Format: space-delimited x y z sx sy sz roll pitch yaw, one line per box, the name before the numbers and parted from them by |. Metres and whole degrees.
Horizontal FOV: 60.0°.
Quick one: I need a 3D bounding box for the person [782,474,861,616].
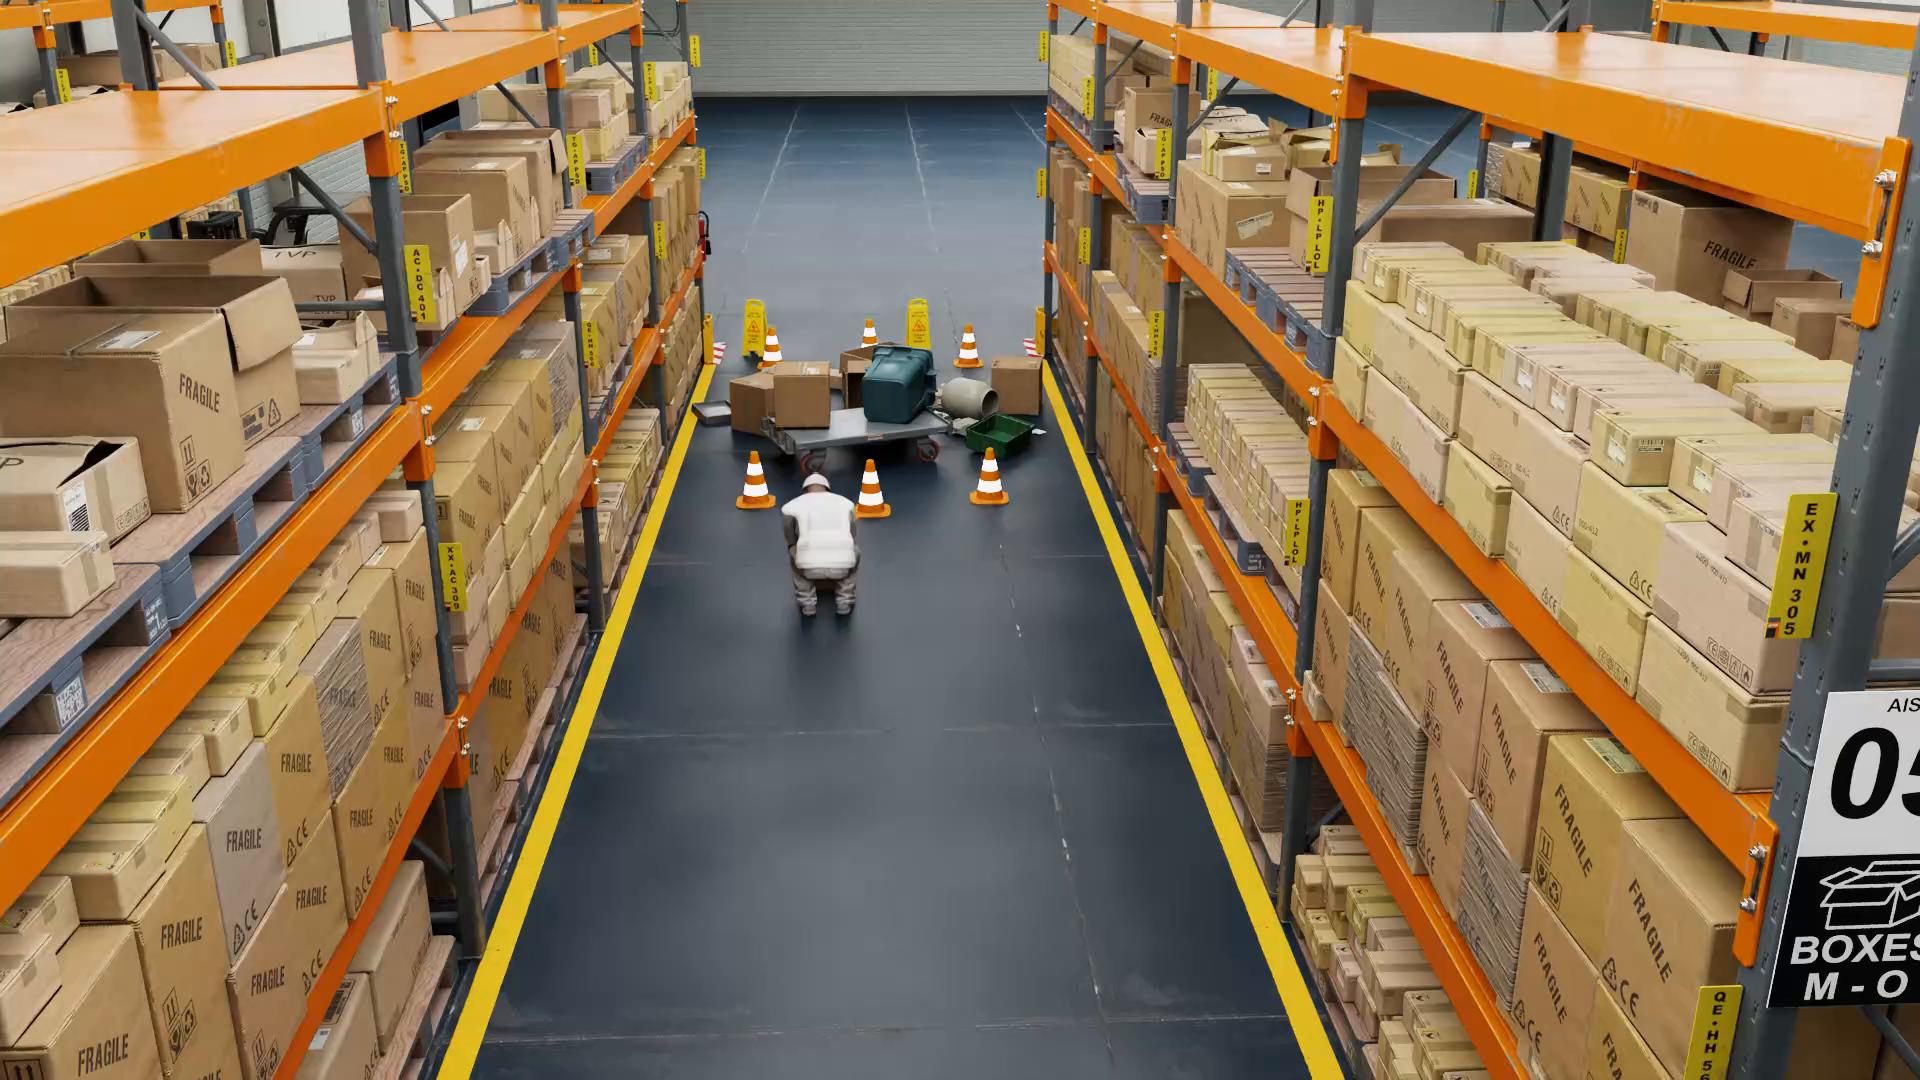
person | -1.018 0.046 12.231 0.576 0.886 0.907 -1 20 -3
